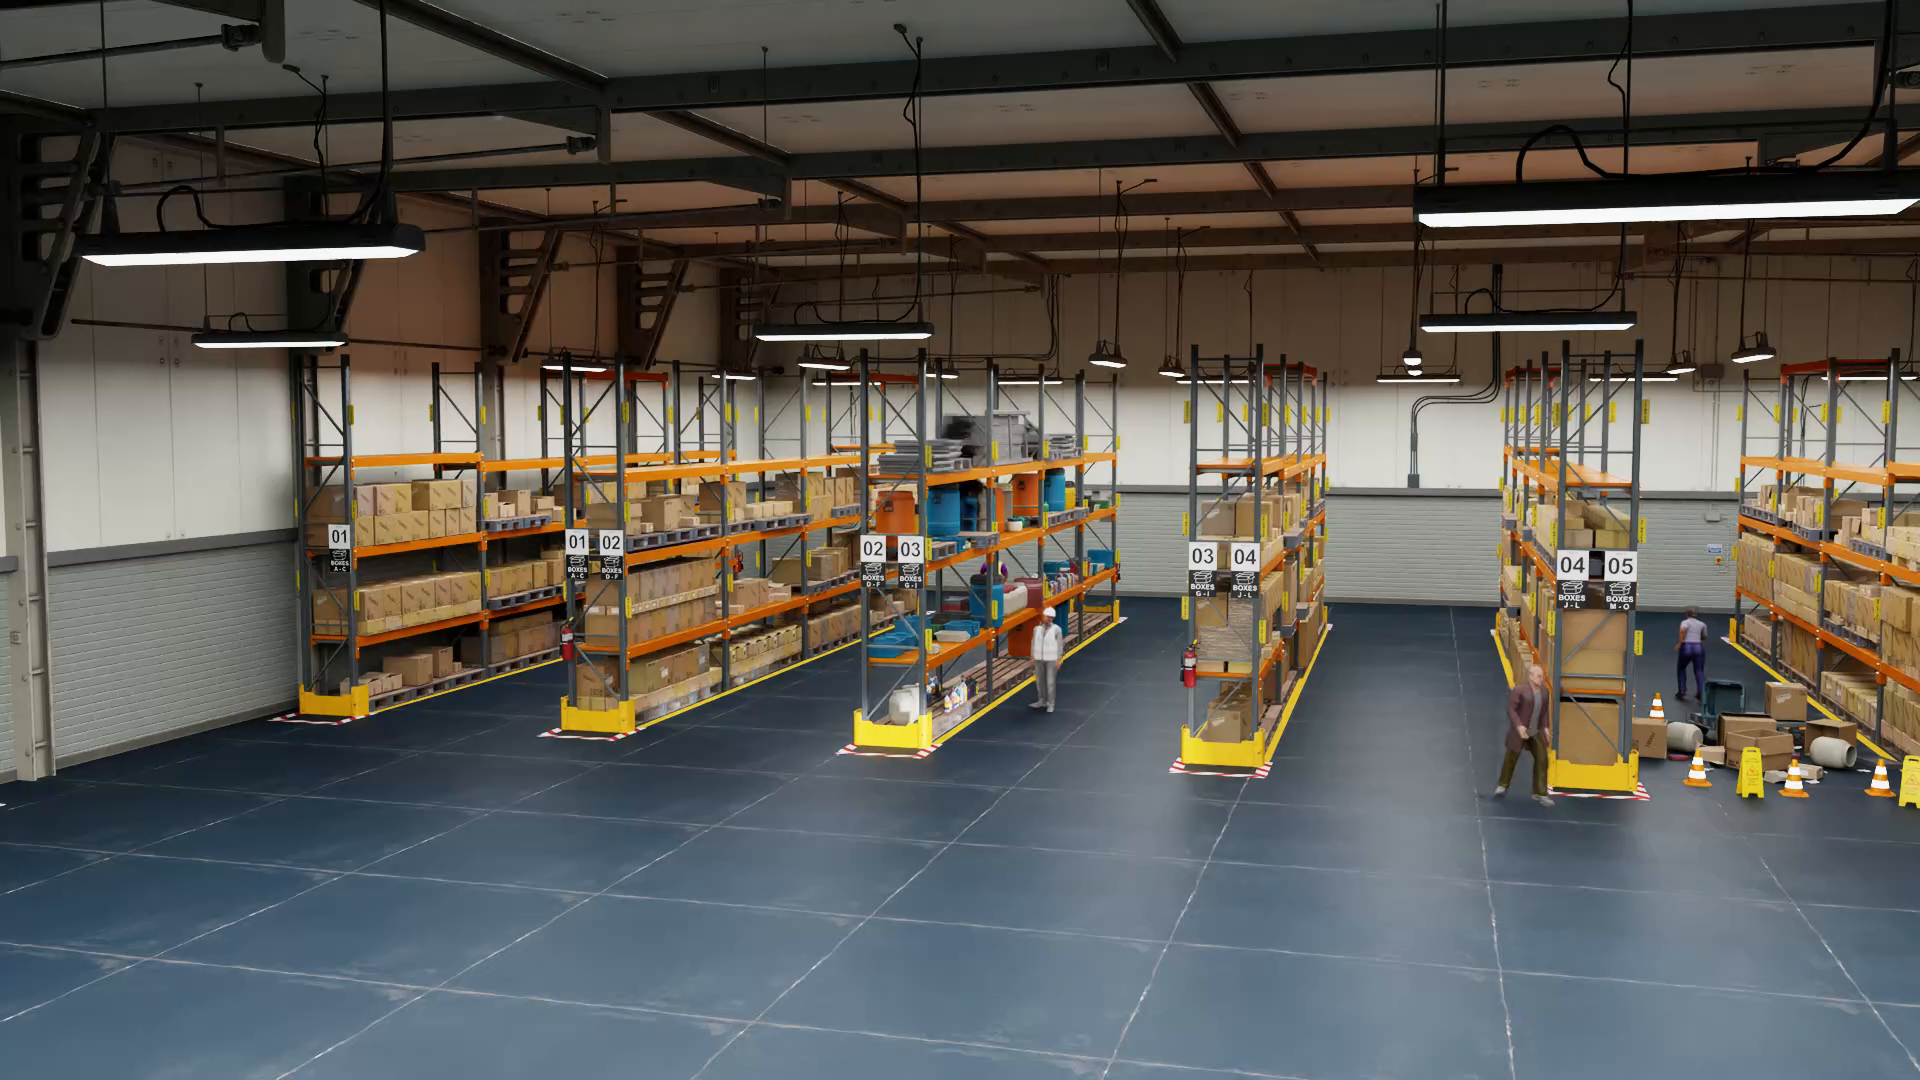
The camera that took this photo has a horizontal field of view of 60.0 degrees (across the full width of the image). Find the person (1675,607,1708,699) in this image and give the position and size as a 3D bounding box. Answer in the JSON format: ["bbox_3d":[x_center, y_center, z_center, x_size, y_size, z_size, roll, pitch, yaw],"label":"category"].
[{"bbox_3d":[12.858,2.008,29.181,0.607,1.638,0.956,0,4,6],"label":"person"}]

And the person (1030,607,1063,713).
[{"bbox_3d":[1.450,2.012,28.134,0.618,1.776,0.486,2,5,26],"label":"person"}]

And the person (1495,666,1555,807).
[{"bbox_3d":[7.357,2.508,21.568,0.694,1.778,0.808,-1,4,-10],"label":"person"}]

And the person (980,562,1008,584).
[{"bbox_3d":[0.817,1.138,40.343,0.697,1.694,0.703,0,4,2],"label":"person"}]
